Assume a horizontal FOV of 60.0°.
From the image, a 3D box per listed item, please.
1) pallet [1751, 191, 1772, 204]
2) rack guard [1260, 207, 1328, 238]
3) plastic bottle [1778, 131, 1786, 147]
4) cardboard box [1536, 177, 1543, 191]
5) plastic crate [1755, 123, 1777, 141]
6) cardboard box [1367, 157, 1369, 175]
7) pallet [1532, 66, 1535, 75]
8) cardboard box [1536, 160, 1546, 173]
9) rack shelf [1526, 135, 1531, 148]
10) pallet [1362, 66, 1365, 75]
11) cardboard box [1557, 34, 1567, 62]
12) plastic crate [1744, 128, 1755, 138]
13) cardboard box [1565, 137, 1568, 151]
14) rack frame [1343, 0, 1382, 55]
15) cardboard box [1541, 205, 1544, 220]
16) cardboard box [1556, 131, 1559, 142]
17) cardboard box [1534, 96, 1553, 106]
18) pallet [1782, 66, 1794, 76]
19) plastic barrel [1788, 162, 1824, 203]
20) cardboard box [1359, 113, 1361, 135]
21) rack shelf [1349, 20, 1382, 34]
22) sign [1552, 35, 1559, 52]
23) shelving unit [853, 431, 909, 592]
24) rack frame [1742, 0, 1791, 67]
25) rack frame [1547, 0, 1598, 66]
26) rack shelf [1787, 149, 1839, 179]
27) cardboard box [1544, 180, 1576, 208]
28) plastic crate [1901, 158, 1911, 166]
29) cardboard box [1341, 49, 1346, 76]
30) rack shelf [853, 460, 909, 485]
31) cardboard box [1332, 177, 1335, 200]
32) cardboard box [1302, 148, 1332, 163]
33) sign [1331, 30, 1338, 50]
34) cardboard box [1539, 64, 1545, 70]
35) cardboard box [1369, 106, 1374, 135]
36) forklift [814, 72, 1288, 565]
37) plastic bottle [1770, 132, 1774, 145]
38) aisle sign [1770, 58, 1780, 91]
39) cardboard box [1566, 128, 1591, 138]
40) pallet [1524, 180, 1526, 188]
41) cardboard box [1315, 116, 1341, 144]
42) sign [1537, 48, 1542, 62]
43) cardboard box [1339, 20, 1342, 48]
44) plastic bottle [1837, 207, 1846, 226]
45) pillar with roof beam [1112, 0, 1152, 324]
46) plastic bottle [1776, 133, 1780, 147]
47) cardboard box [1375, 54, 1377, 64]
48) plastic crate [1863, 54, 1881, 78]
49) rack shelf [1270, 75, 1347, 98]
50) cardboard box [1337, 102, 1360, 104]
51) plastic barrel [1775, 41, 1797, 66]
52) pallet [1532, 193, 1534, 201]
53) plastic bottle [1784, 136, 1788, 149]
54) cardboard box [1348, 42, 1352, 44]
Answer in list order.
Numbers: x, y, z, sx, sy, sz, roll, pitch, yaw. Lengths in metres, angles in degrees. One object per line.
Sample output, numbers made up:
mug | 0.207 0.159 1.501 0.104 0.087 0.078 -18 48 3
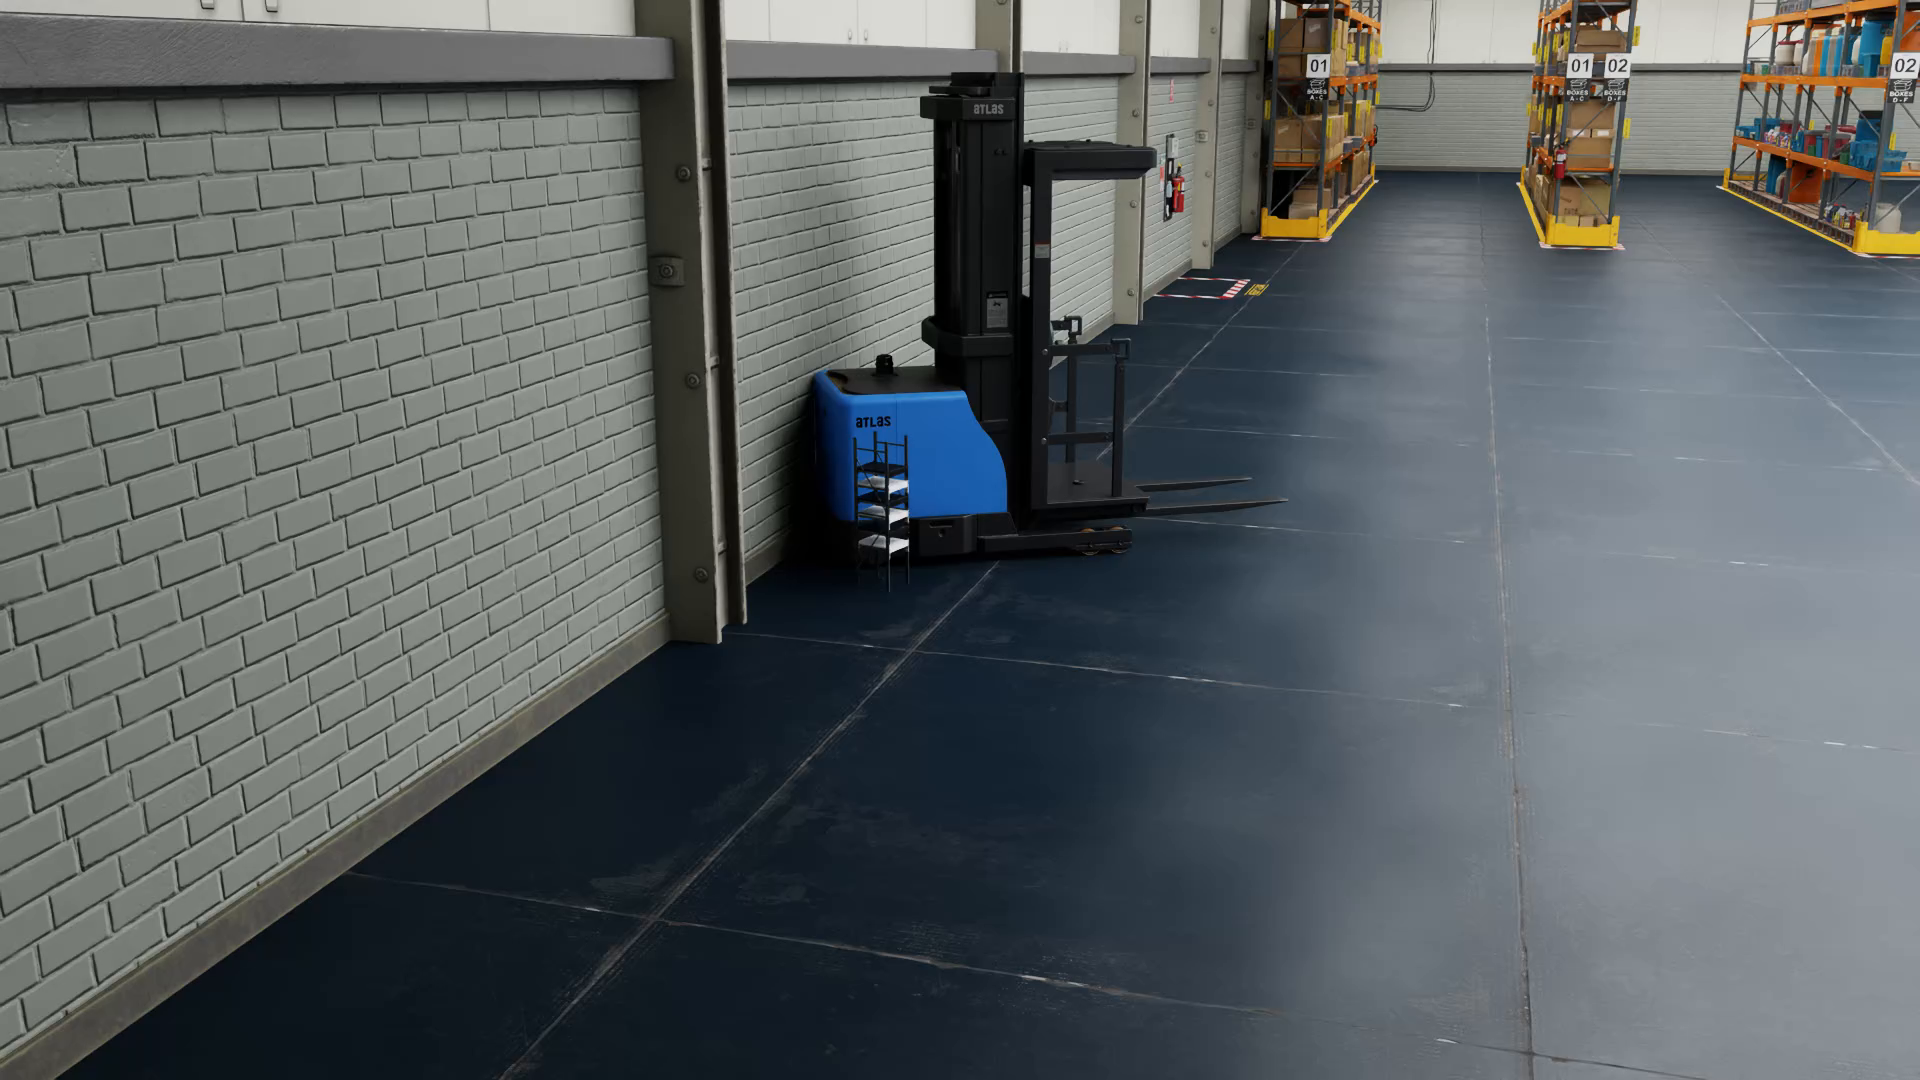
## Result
pallet | 18.716 -7.811 37.982 1.003 0.211 1.213 5 16 16
rack guard | 6.088 -5.797 30.353 1.175 0.500 0.348 5 16 16
plastic bottle | 17.955 -8.757 36.298 0.144 0.351 0.185 5 16 16
cardboard box | 12.372 -7.453 34.852 0.500 0.311 0.500 4 16 14
plastic crate | 18.781 -9.521 38.819 0.392 0.384 0.575 5 16 16
cardboard box | 10.511 -9.975 44.310 0.700 0.500 0.500 5 16 16
pallet | 13.975 -10.924 38.693 1.213 0.211 1.003 5 16 16
cardboard box | 13.144 -8.338 37.128 0.500 0.250 0.500 5 17 18
rack shelf | 14.796 -9.914 41.602 1.077 0.370 4.000 5 16 16
pallet | 8.472 -10.598 37.545 1.213 0.211 1.003 5 17 18
cardboard box | 11.558 -9.293 31.388 0.500 0.500 0.500 6 17 20
plastic crate | 19.267 -9.884 40.377 0.416 0.233 0.300 5 16 16
cardboard box | 11.107 -6.904 29.490 0.700 0.500 0.500 5 17 17
rack frame | 10.614 -14.052 43.881 1.000 3.000 0.127 5 16 16
cardboard box | 11.238 -6.164 31.334 0.500 0.250 0.500 5 16 16
cardboard box | 12.630 -8.298 34.404 0.500 0.500 0.500 4 16 13
cardboard box | 14.266 -10.552 40.520 0.500 0.500 0.500 4 16 15
pallet | 18.527 -10.194 36.121 1.003 0.211 1.213 5 16 16
plastic barrel | 17.962 -7.592 35.307 0.600 0.830 0.708 5 16 16
cardboard box | 9.024 -9.647 38.580 0.500 0.500 0.500 5 16 16
rack shelf | 10.045 -12.990 42.189 1.077 0.370 4.000 5 16 16
sign | 11.431 -9.526 31.897 0.100 0.325 0.005 5 16 16
shelving unit | -0.461 -0.167 9.770 0.258 0.900 0.210 10 19 31
rack frame | 20.112 -13.284 41.172 1.000 3.000 0.127 5 16 16
rack frame | 13.091 -11.576 35.151 1.000 3.000 0.127 5 16 16
rack shelf | 17.271 -7.435 32.865 1.077 0.370 4.000 5 16 16
cardboard box | 11.098 -6.394 30.769 0.500 0.500 0.500 5 16 16
plastic crate | 16.484 -6.687 29.391 0.530 0.136 0.437 5 16 16
cardboard box | 7.296 -9.375 32.670 0.500 0.500 0.500 5 17 17
rack shelf | -0.461 -0.395 9.705 0.258 0.077 0.200 10 19 31
cardboard box | 7.679 -7.499 35.545 0.700 0.500 0.500 5 17 17
cardboard box | 6.510 -7.021 30.322 0.500 0.250 0.500 4 16 14
sign | 6.587 -8.802 29.265 0.100 0.325 0.005 5 16 16
cardboard box | 14.111 -11.255 39.792 0.500 0.250 0.500 5 16 16
cardboard box | 10.282 -10.985 43.511 0.980 0.700 0.700 4 16 15
forklift | 0.613 -1.450 10.570 3.031 2.935 1.130 -4 16 -13
plastic bottle | 18.210 -9.000 37.277 0.061 0.283 0.133 5 16 16
aisle sign | 20.414 -11.645 41.623 0.394 0.787 0.004 5 16 16
cardboard box | 10.743 -7.072 28.893 0.380 0.149 0.250 4 16 15
pallet | 15.117 -9.213 42.923 1.003 0.211 1.213 5 16 16
cardboard box | 7.076 -7.915 32.102 0.500 0.500 0.500 4 16 14
sign | 13.705 -11.468 39.321 0.100 0.325 0.005 5 16 16
cardboard box | 6.735 -9.306 30.593 0.500 0.500 0.500 5 17 17
plastic bottle | 15.848 -5.807 29.855 0.144 0.351 0.185 5 17 18
pillar with roof beam | 6.154 -6.643 17.759 9.100 9.000 0.400 5 16 16
plastic bottle | 17.960 -8.770 36.465 0.061 0.283 0.133 5 16 16
cardboard box | 10.513 -12.439 43.011 0.500 0.250 0.500 4 16 14
plastic crate | 15.819 -8.169 28.667 0.392 0.384 0.575 5 16 16
rack shelf | 6.635 -8.600 31.475 1.077 0.370 4.000 5 16 16
cardboard box | 8.869 -9.874 38.005 0.500 0.250 0.500 4 16 15
plastic barrel | 18.586 -10.944 37.399 0.433 0.535 0.433 0 16 0
pallet | 13.688 -7.859 38.150 1.003 0.211 1.213 5 16 16
plastic bottle | 17.716 -8.522 35.613 0.097 0.271 0.097 0 16 0
cardboard box | 8.421 -10.905 37.292 0.700 0.500 0.500 3 16 12
